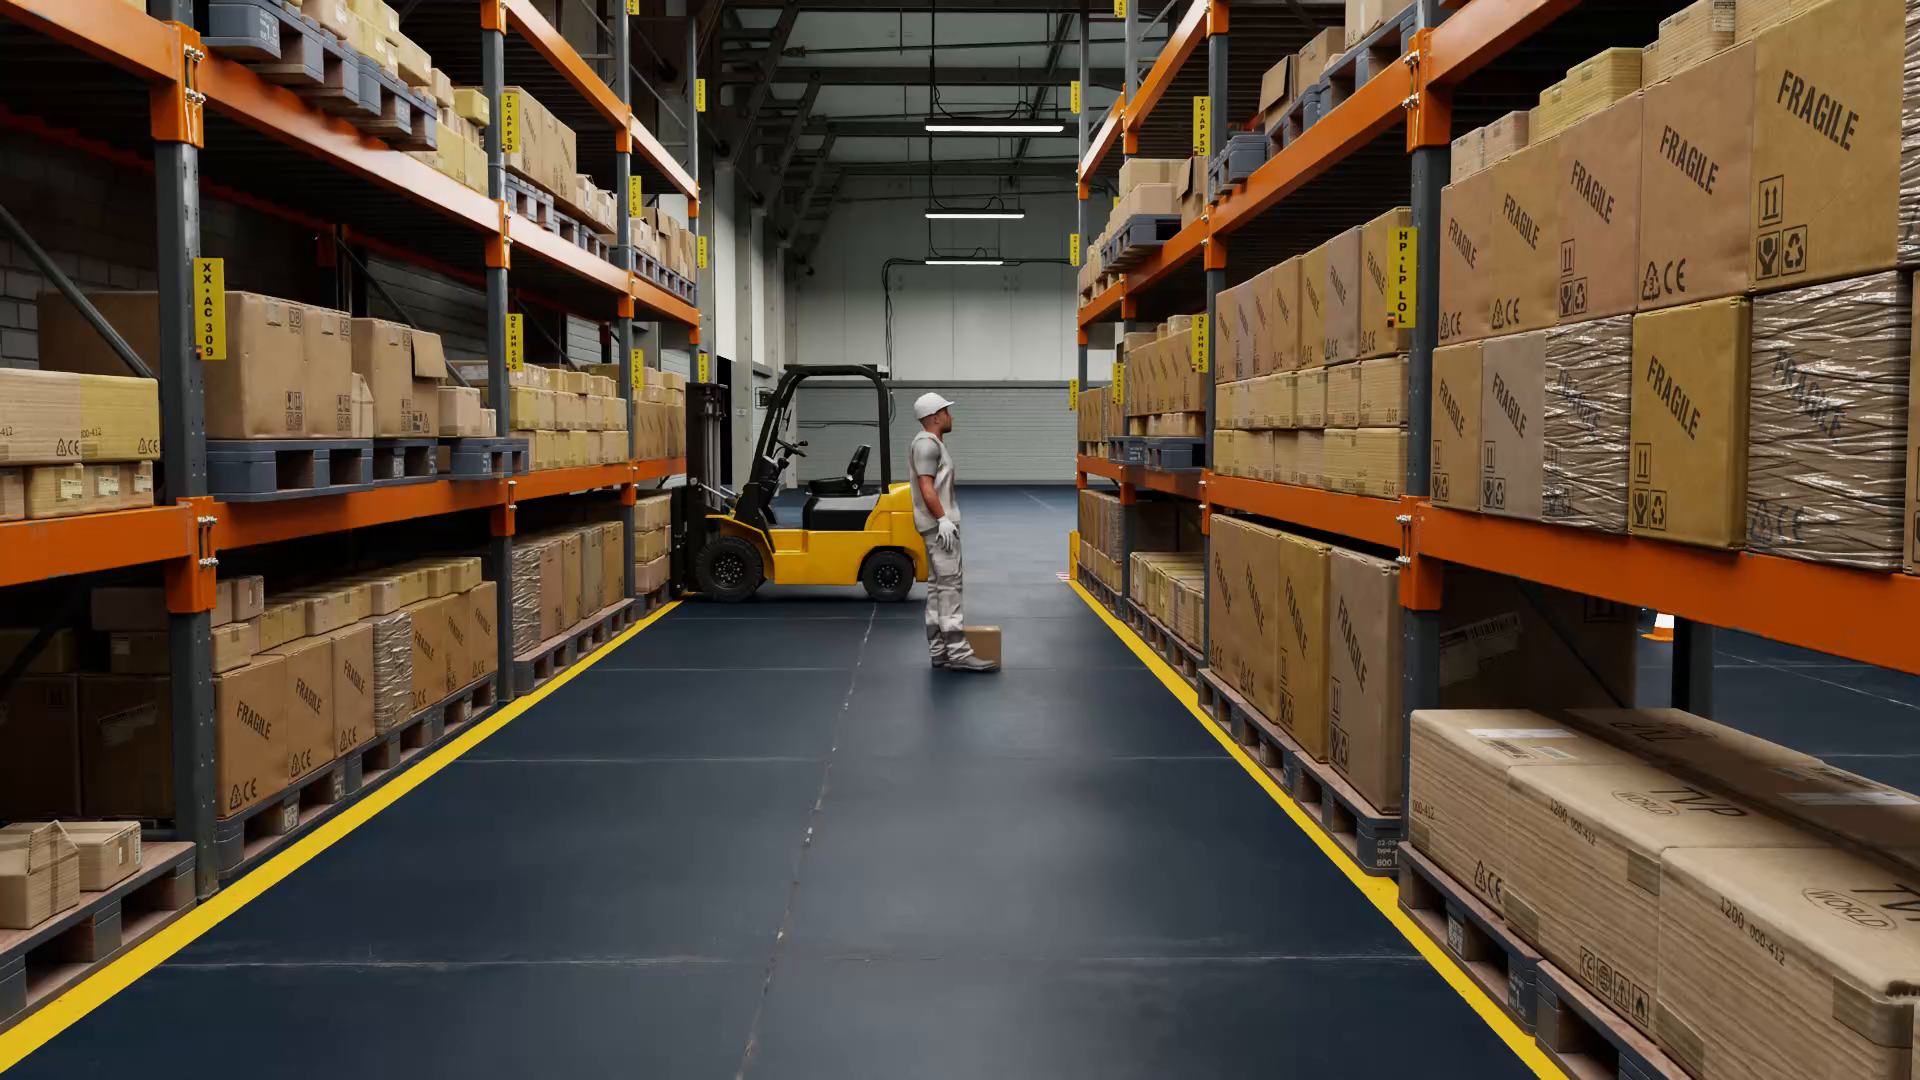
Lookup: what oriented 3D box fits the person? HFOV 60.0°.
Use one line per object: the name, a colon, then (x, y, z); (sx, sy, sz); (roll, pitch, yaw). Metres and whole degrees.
person: (-0.055, -0.067, 10.875); (0.565, 1.787, 0.637); (0, 4, -1)
